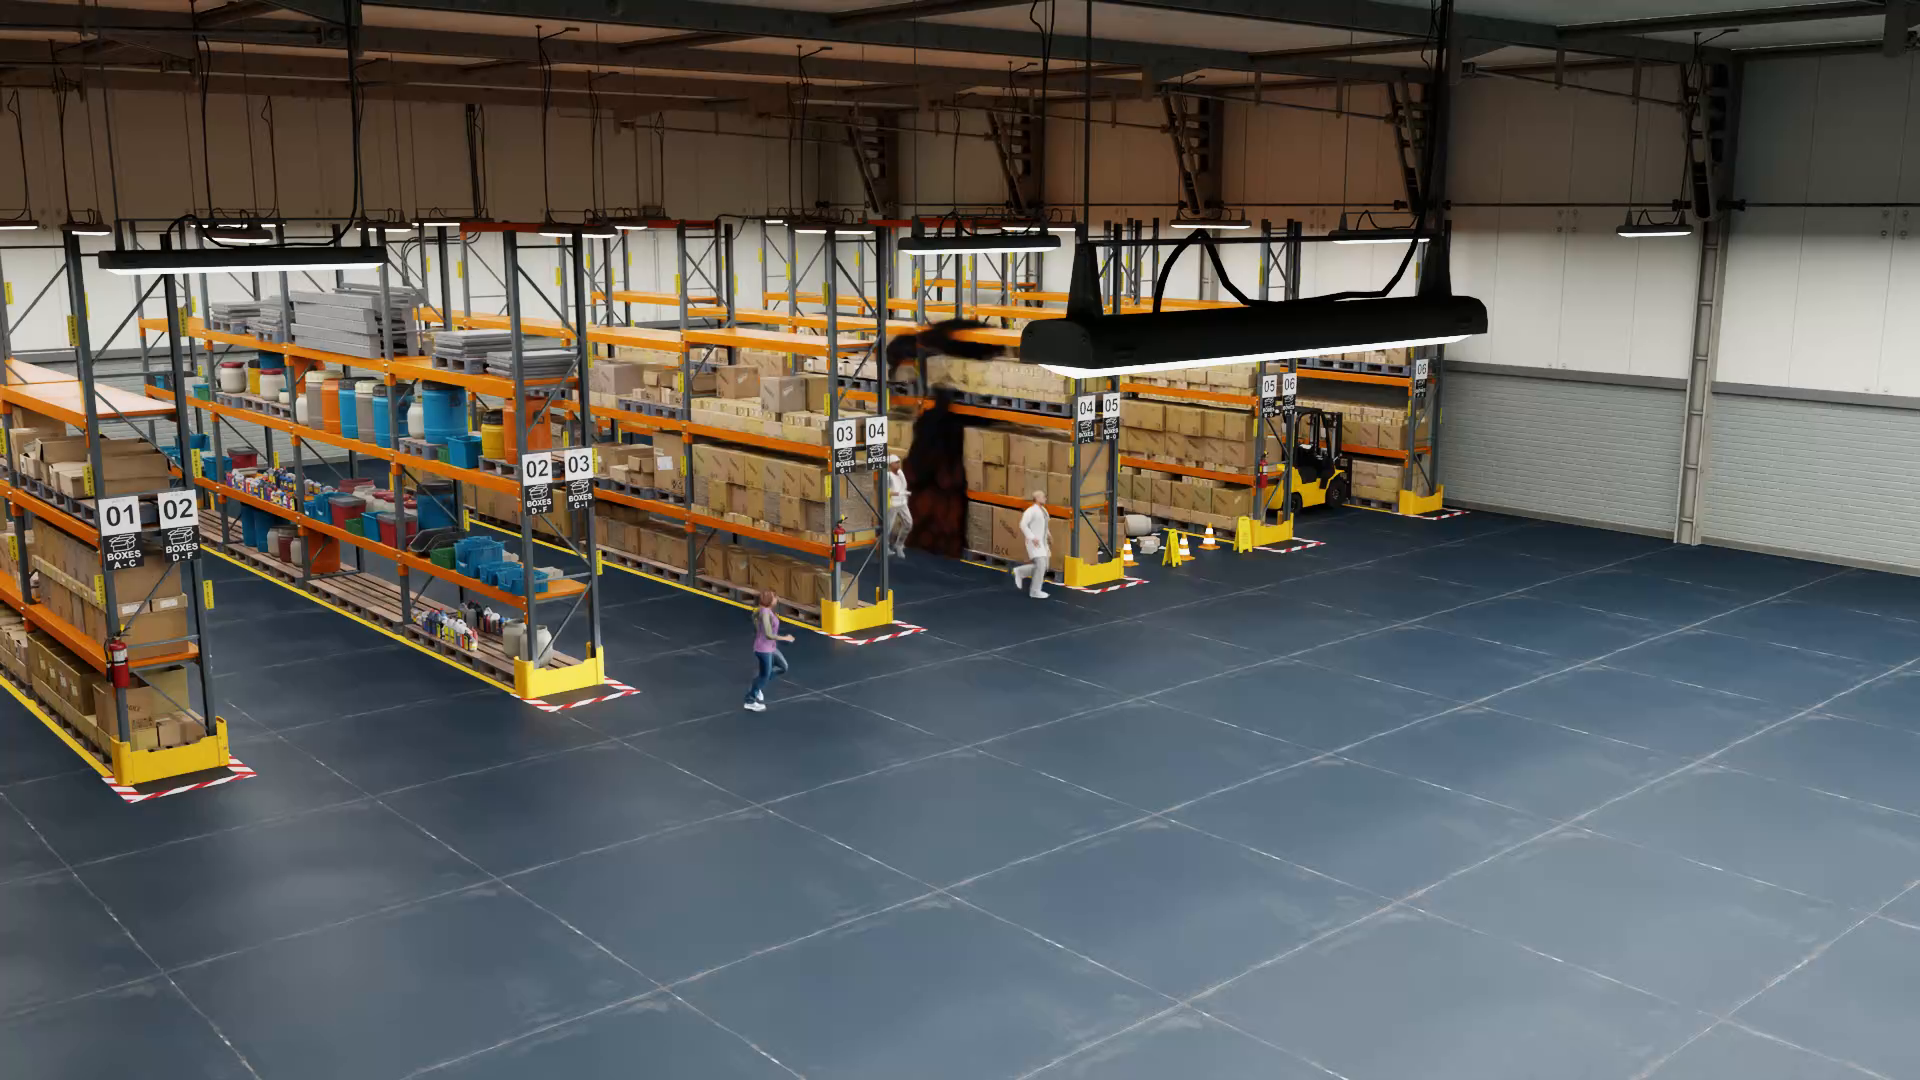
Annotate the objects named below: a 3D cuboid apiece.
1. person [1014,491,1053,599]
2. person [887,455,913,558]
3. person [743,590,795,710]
[{"bbox_3d":[1.236,0.053,27.290,0.722,1.725,0.756,7,13,29],"label":"person"},{"bbox_3d":[-1.076,-0.567,28.806,0.680,1.833,0.657,9,14,37],"label":"person"},{"bbox_3d":[-2.425,1.380,21.092,0.677,1.554,0.563,-1,11,-3],"label":"person"}]
